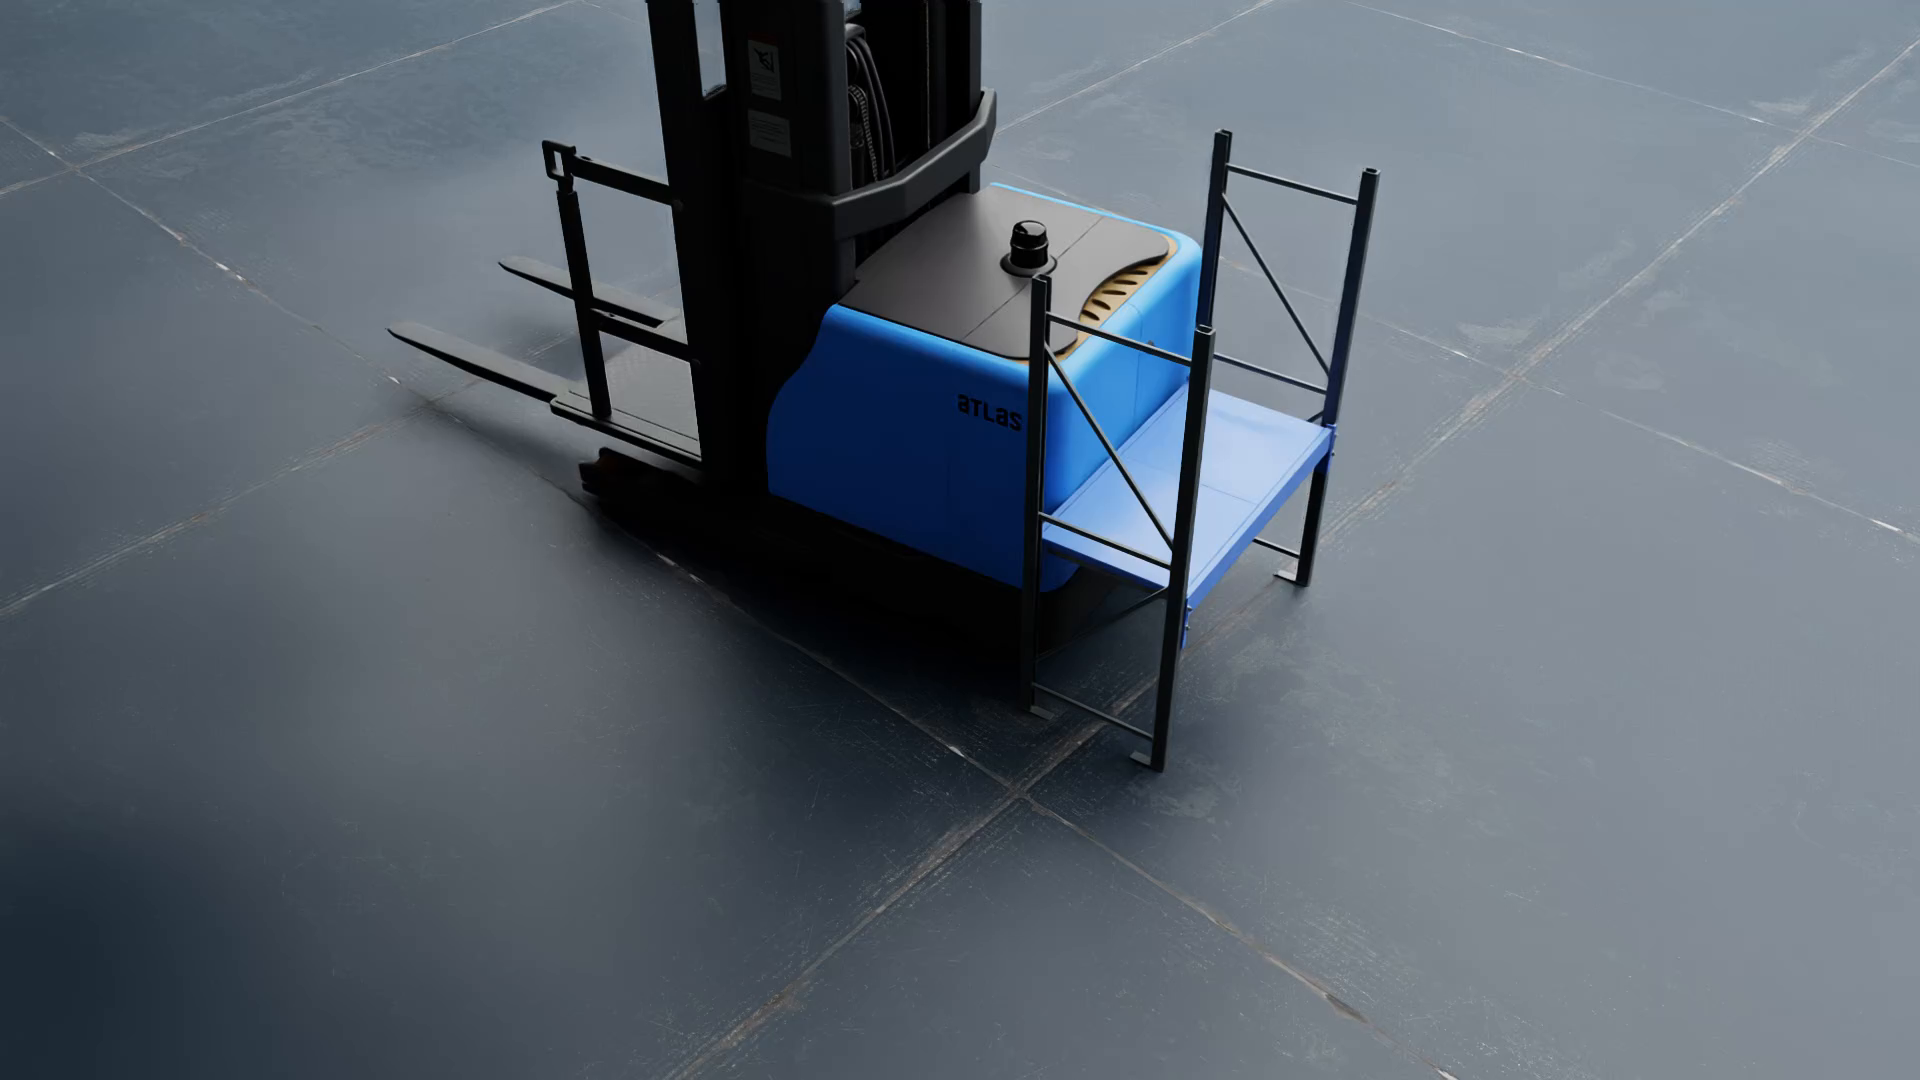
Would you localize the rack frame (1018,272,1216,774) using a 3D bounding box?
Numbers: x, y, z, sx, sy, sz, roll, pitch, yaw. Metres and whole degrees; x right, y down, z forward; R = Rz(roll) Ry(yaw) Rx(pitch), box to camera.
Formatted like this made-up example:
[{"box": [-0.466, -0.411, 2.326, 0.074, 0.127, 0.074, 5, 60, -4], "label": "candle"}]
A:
[{"box": [0.396, 0.006, 4.537, 0.500, 1.500, 0.032, 22, 44, 26], "label": "rack frame"}]

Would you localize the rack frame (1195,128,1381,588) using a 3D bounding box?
[{"box": [0.957, -0.521, 5.200, 0.500, 1.500, 0.032, 22, 44, 26], "label": "rack frame"}]

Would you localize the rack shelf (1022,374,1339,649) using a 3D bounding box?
[{"box": [0.677, -0.117, 4.981, 0.538, 0.185, 1.000, 22, 44, 26], "label": "rack shelf"}]

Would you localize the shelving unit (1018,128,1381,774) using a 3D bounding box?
[{"box": [0.677, -0.257, 4.869, 0.538, 1.500, 1.048, 22, 44, 26], "label": "shelving unit"}]

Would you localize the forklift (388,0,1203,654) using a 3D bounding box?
[{"box": [-0.746, -1.477, 5.253, 3.031, 2.935, 1.130, 21, 43, 24], "label": "forklift"}]
